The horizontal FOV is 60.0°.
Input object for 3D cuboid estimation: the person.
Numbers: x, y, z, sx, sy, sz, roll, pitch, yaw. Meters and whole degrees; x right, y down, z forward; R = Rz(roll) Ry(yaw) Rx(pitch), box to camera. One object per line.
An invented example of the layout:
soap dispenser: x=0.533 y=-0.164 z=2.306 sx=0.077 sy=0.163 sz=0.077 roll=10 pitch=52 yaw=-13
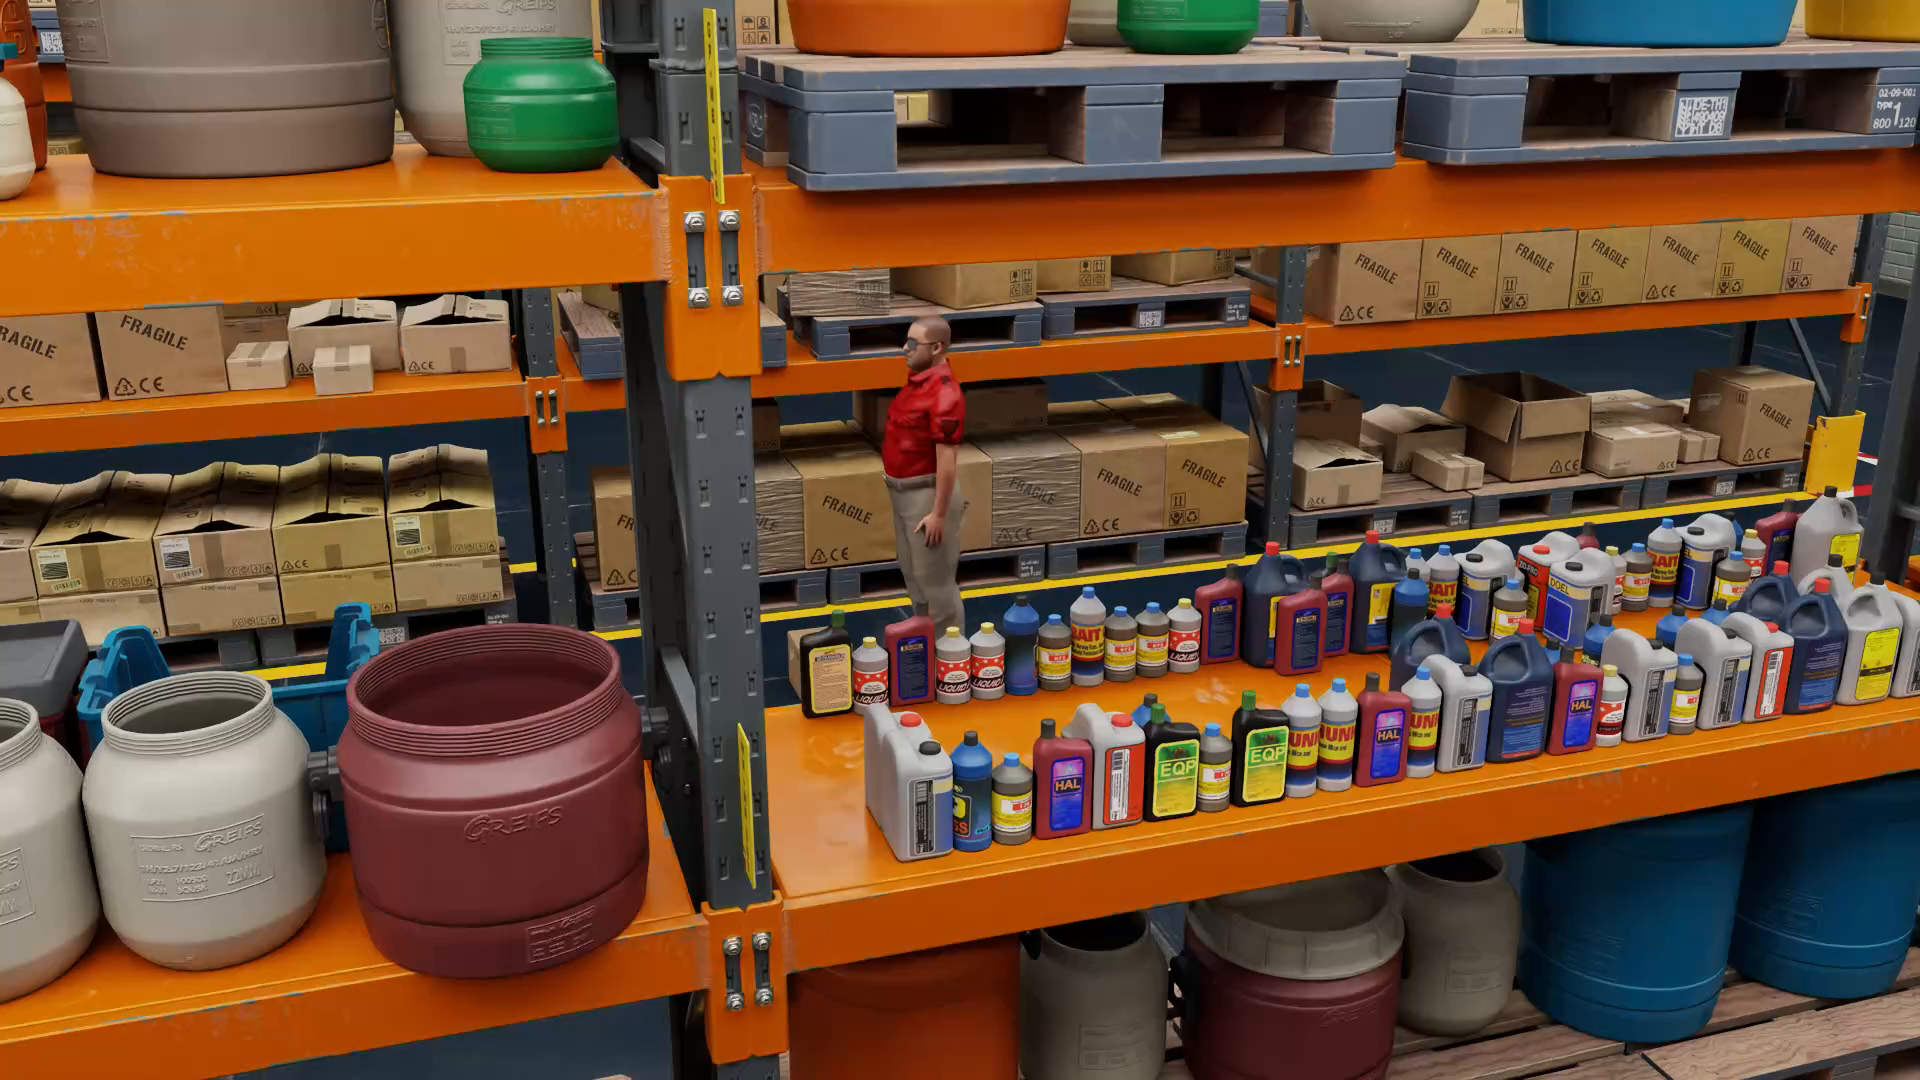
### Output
person: x=-0.175 y=-0.171 z=7.593 sx=0.362 sy=1.727 sz=0.528 roll=-5 pitch=20 yaw=-15
